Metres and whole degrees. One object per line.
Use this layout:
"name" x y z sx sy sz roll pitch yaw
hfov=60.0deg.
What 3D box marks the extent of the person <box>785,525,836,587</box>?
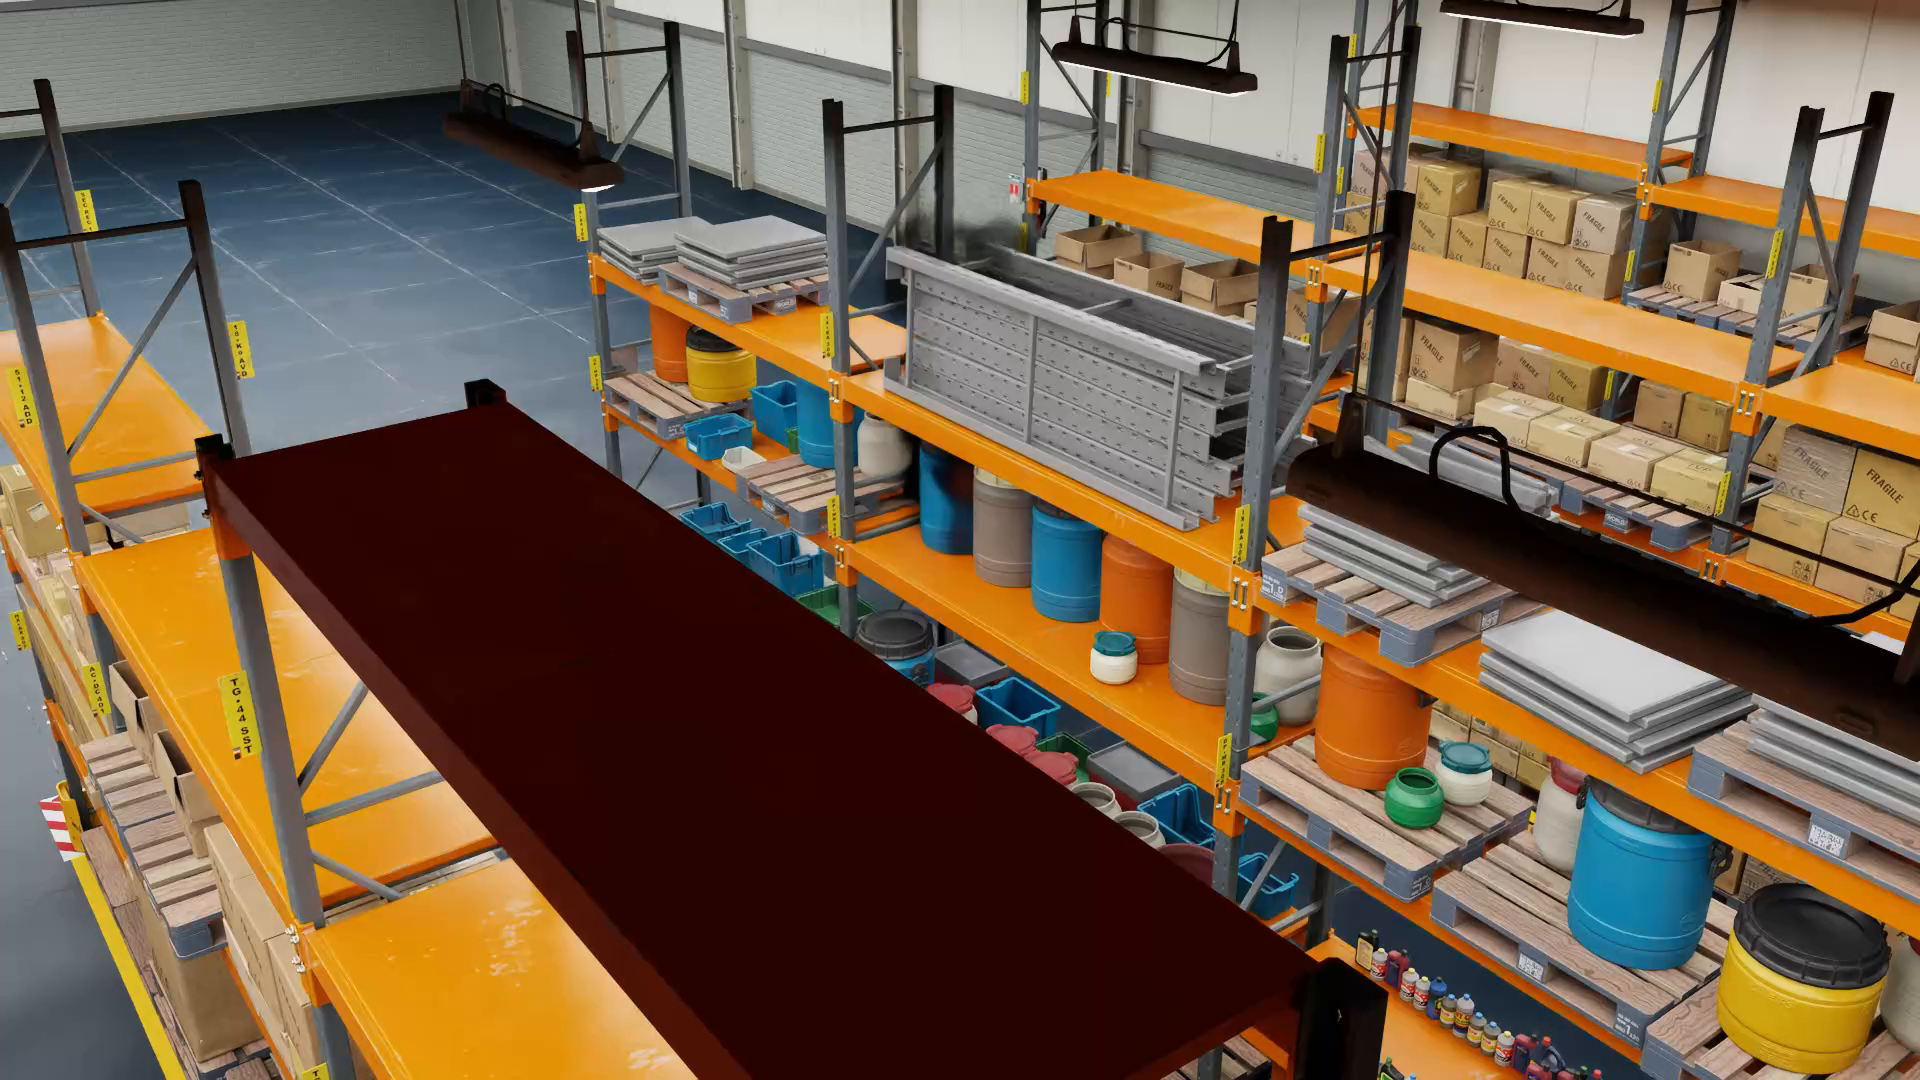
"person" -1.601 -0.053 17.013 0.966 1.808 0.740 11 27 22
